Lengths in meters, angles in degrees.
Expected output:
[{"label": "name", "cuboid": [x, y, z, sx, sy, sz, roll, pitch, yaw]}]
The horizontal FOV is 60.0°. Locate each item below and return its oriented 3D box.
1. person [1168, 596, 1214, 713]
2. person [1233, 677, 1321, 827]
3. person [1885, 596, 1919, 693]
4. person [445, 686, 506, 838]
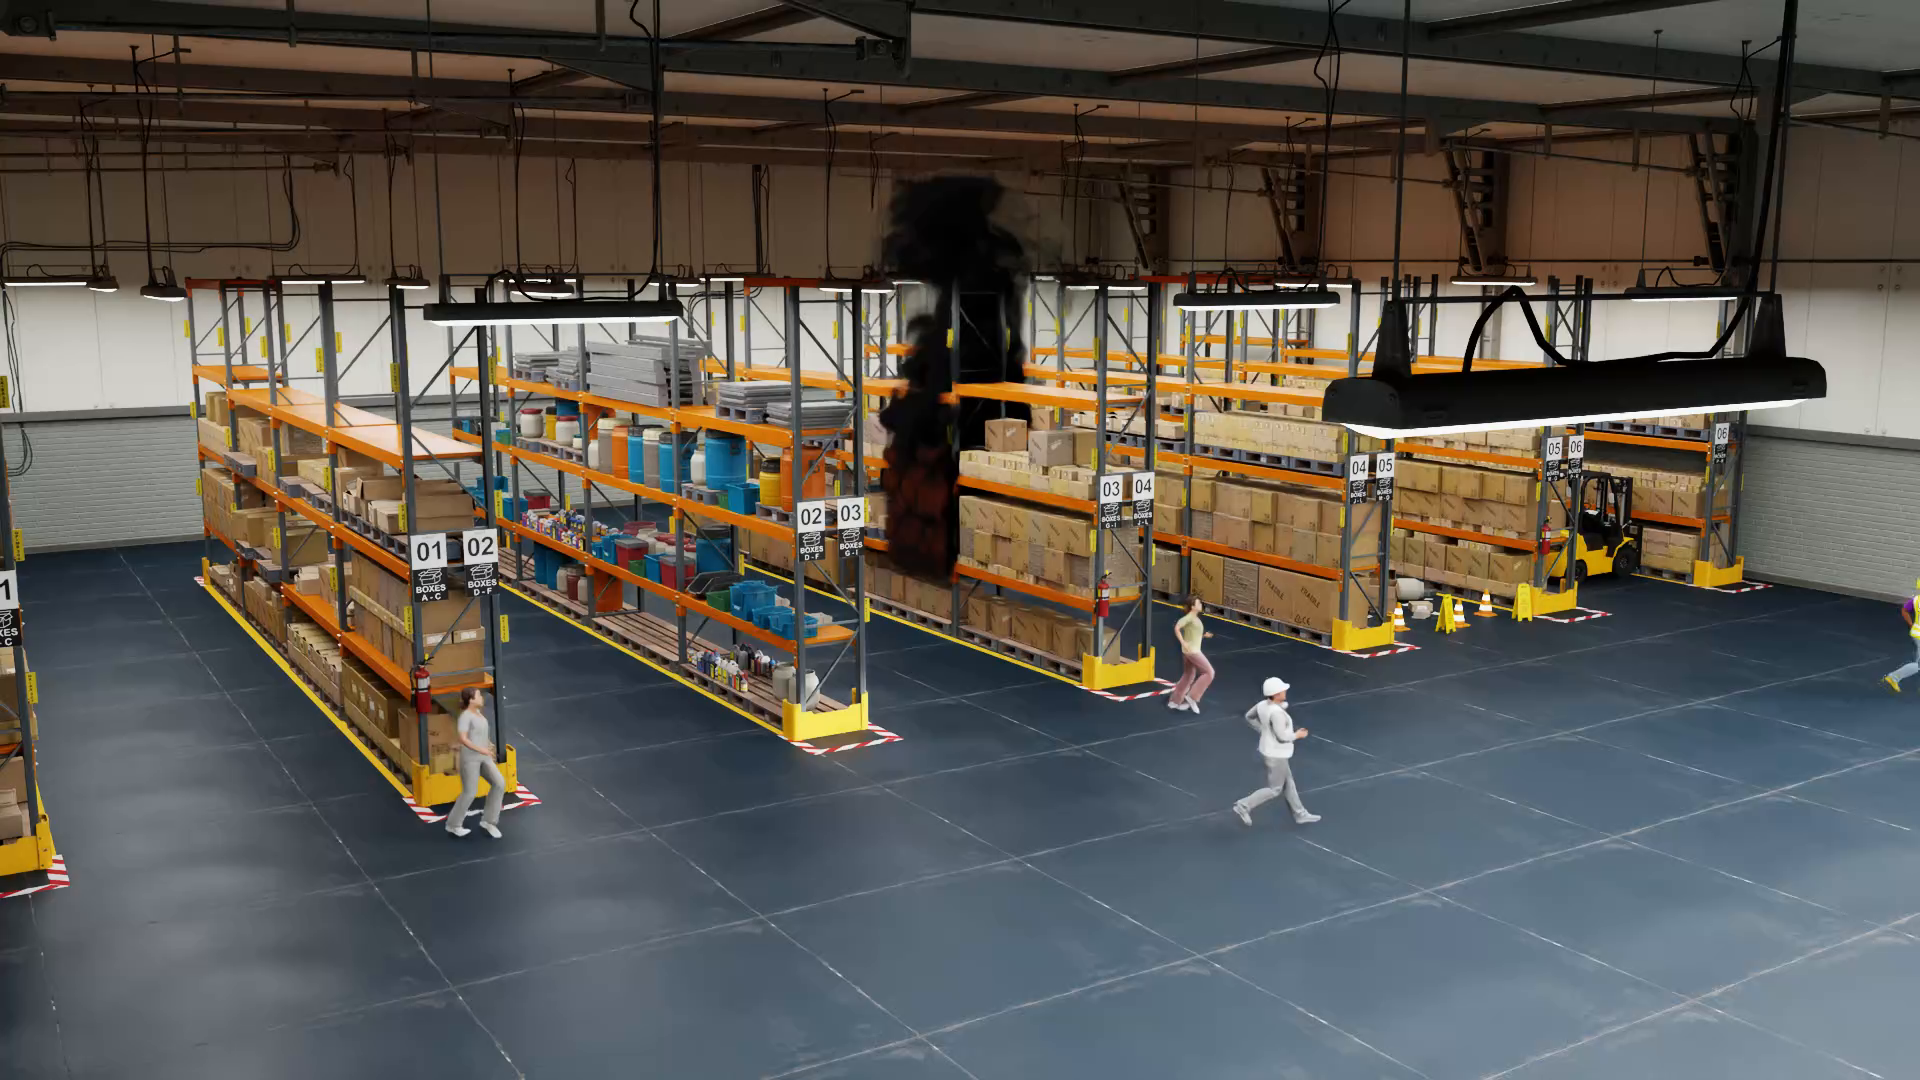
[{"label": "person", "cuboid": [3.272, 1.604, 23.514, 0.642, 1.640, 0.564, 1, 10, 6]}, {"label": "person", "cuboid": [3.550, 2.362, 18.515, 1.079, 1.719, 0.673, -1, 10, -7]}, {"label": "person", "cuboid": [13.960, 1.437, 24.162, 0.948, 1.754, 0.681, 1, 10, 7]}, {"label": "person", "cuboid": [-5.376, 2.454, 18.493, 0.634, 1.684, 0.613, 2, 10, 11]}]
